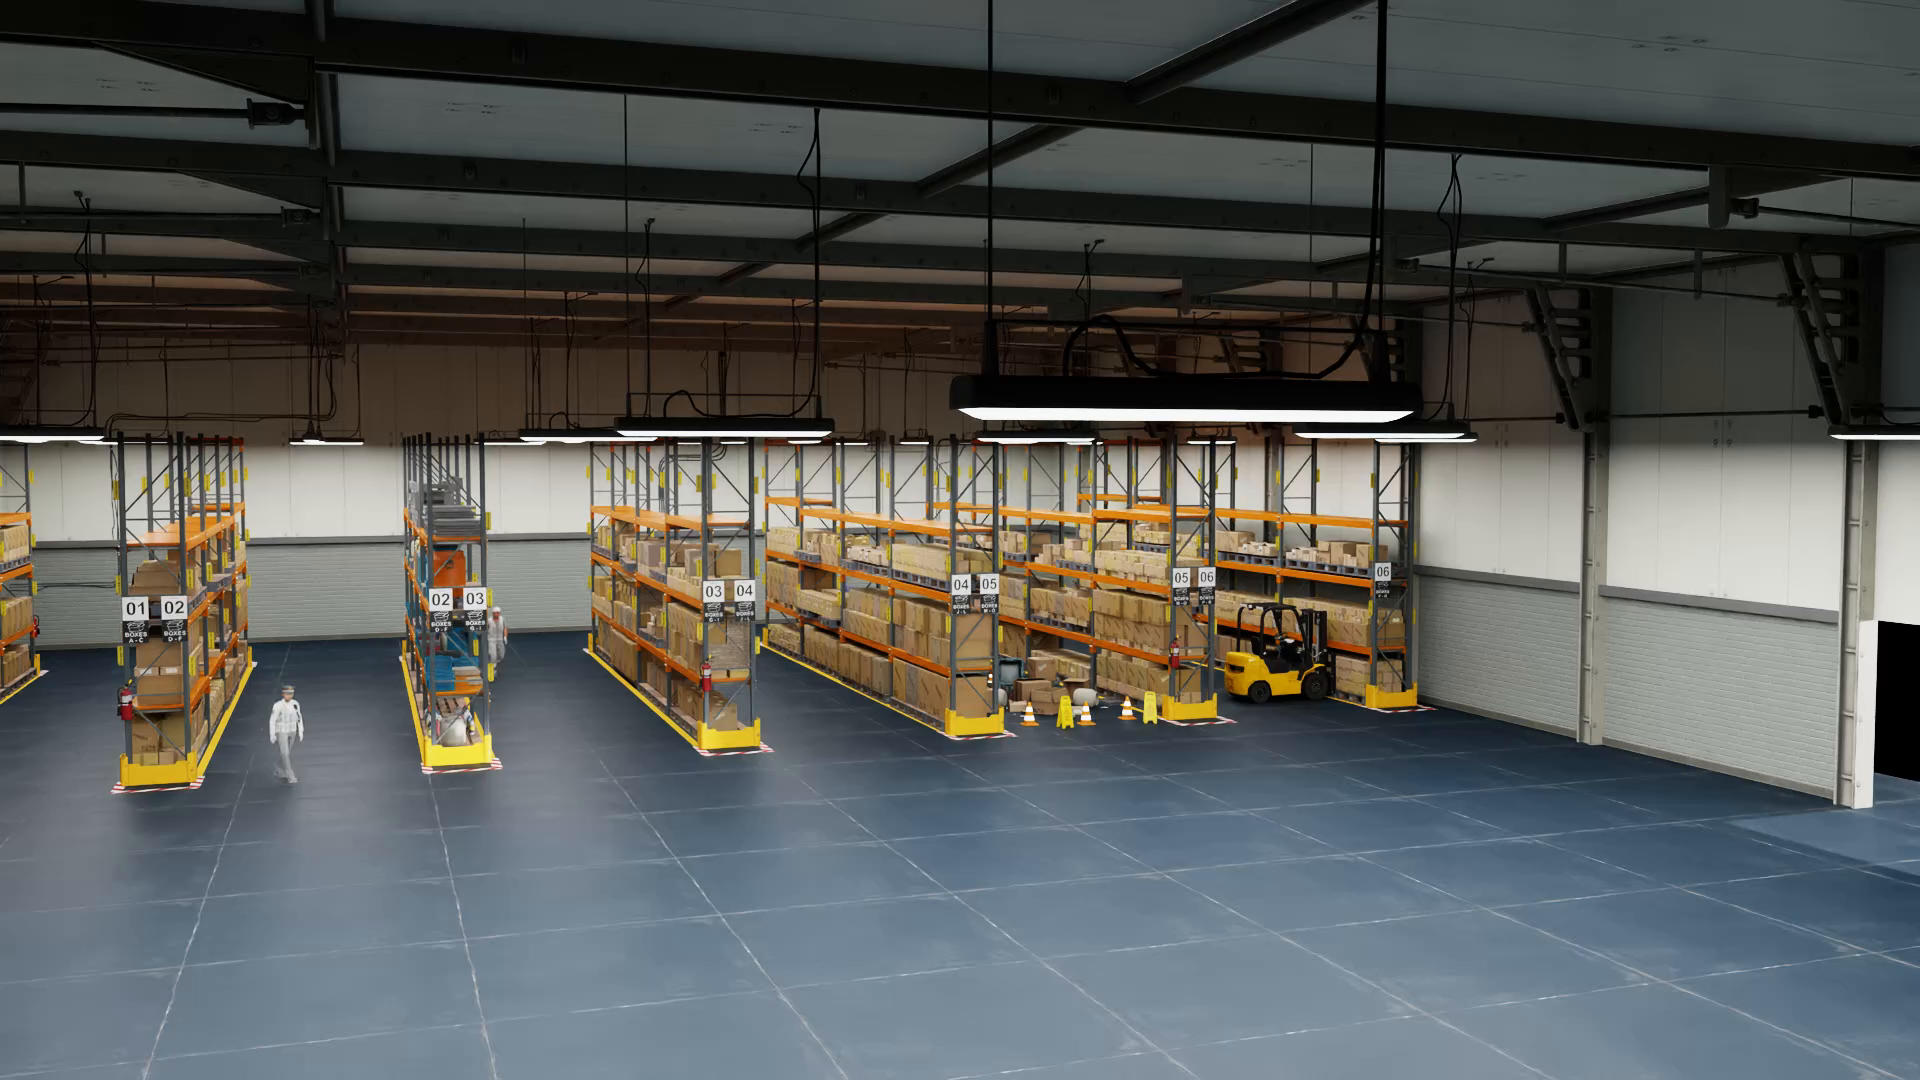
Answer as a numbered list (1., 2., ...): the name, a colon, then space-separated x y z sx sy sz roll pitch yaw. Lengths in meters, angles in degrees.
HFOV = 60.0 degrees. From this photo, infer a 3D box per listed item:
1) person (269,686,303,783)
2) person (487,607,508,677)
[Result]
1. person: -11.512 3.305 28.503 0.931 1.616 0.508 2 4 32
2. person: -11.708 2.538 41.727 0.620 1.760 0.717 -2 4 -38
